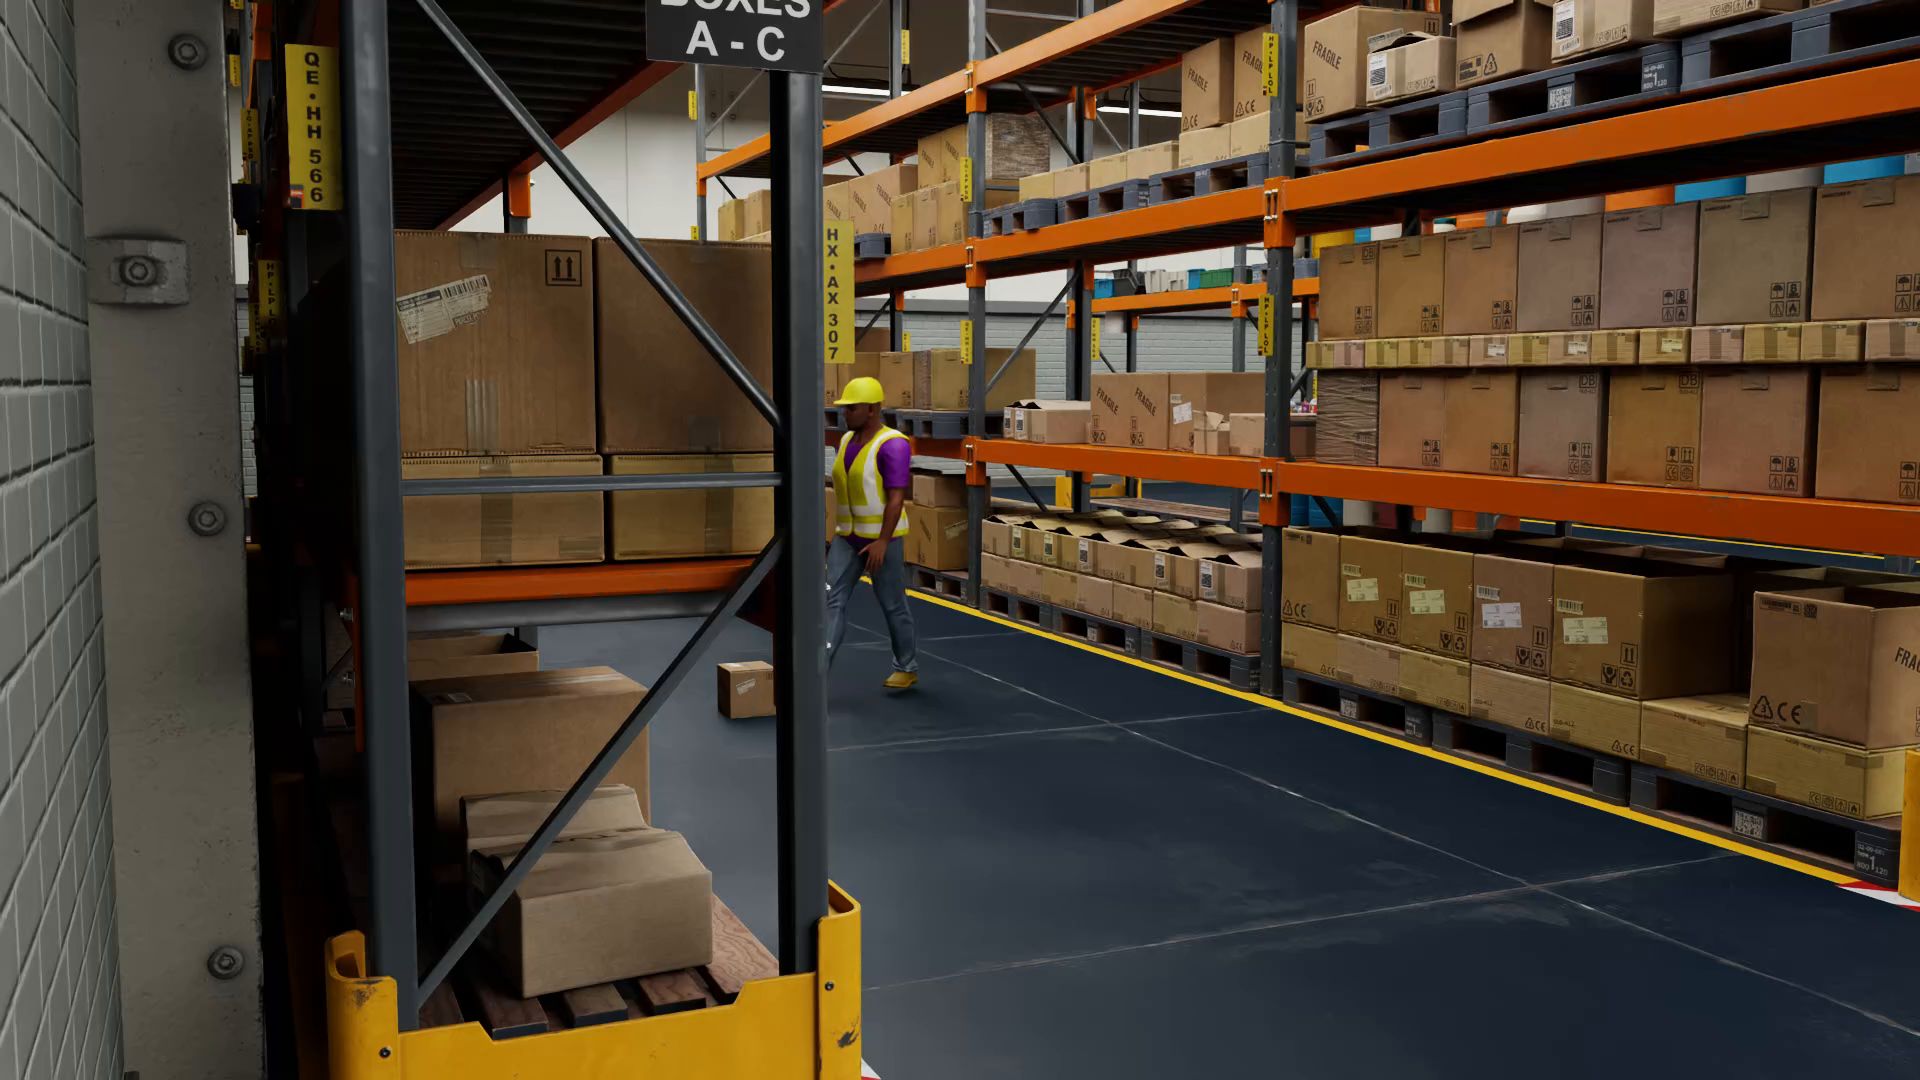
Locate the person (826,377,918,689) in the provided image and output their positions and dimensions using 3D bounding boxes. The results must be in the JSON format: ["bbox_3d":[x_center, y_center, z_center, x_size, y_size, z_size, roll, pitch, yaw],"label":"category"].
[{"bbox_3d":[-0.570,-0.020,9.038,0.573,1.725,0.939,4,7,37],"label":"person"}]
